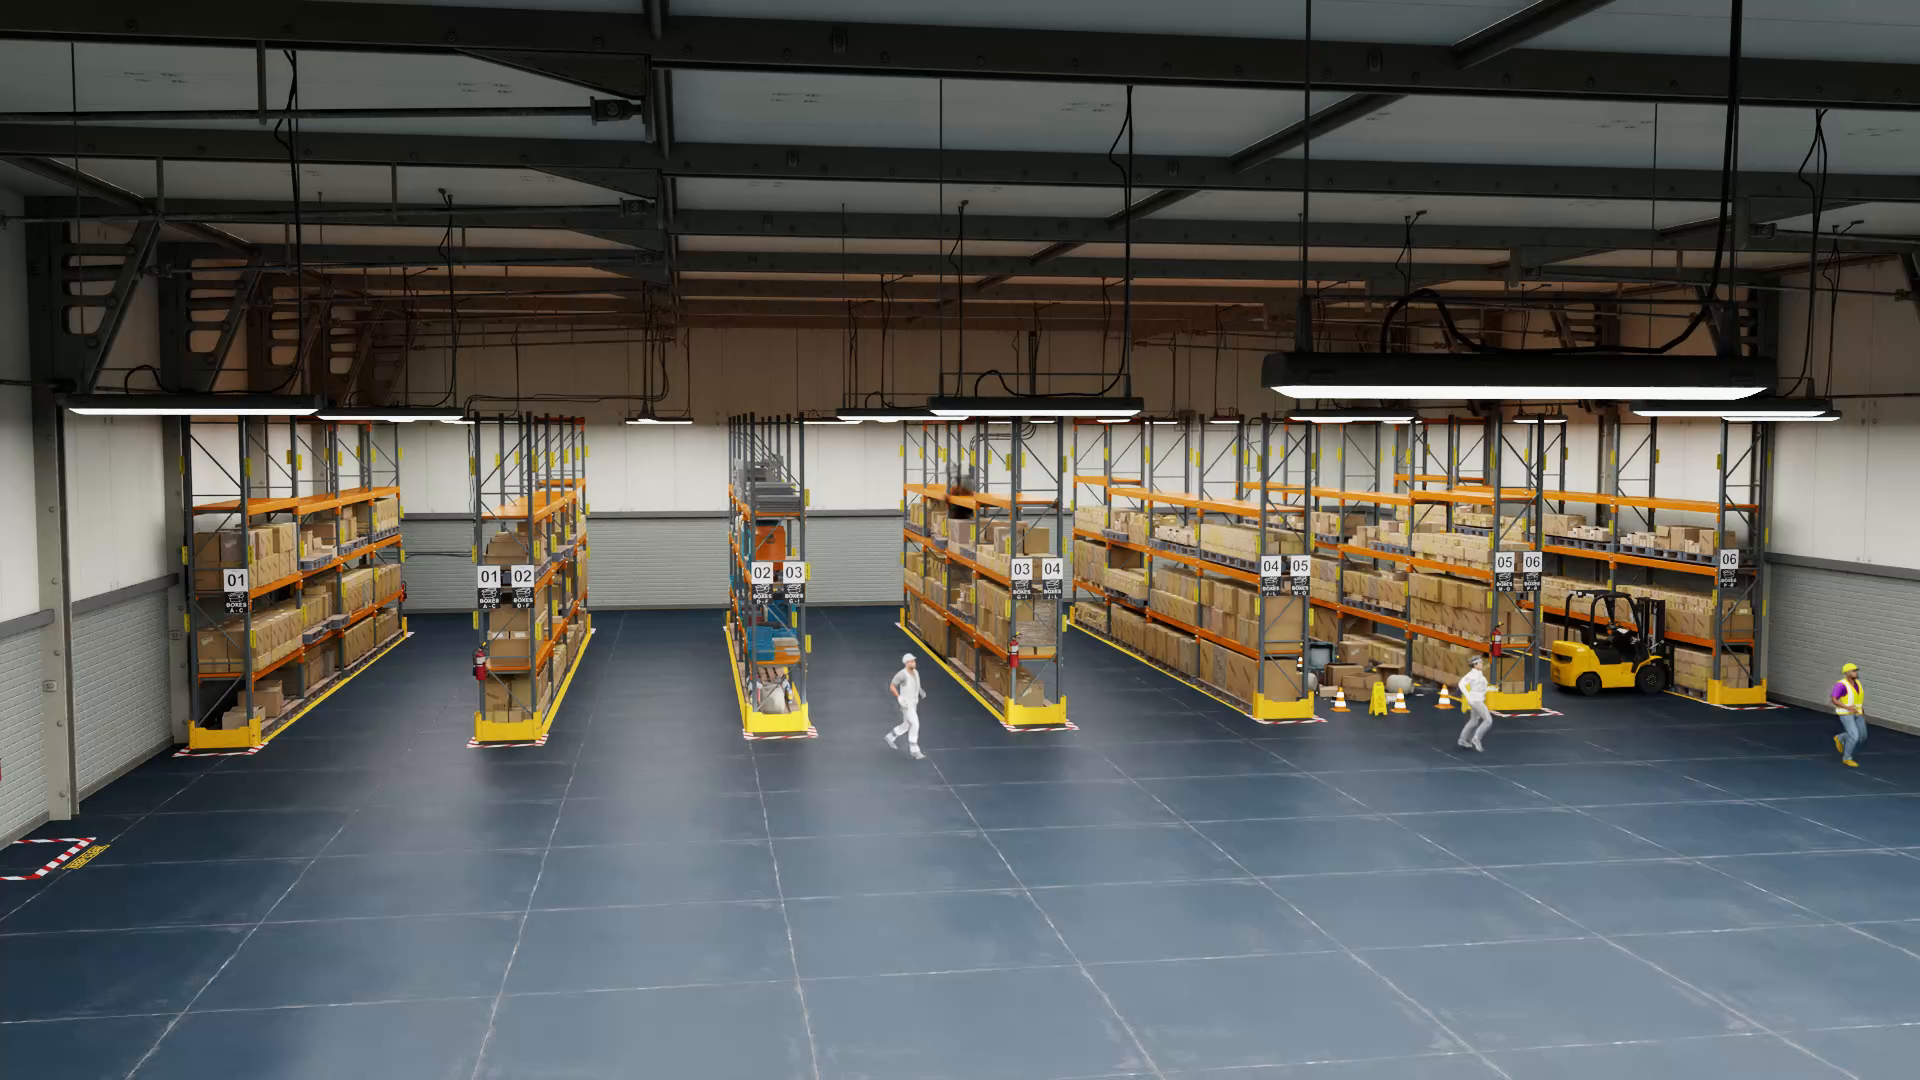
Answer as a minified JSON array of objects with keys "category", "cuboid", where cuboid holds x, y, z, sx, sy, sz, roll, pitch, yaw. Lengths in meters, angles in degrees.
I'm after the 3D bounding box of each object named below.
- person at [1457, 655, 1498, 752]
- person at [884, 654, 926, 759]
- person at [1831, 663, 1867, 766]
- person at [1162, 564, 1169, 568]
[{"category":"person","cuboid":[9.144,2.880,29.380,0.690,1.712,0.578,2,4,28]},{"category":"person","cuboid":[-0.945,2.862,28.890,0.863,1.810,0.651,2,4,30]},{"category":"person","cuboid":[15.081,2.950,28.227,0.736,1.726,0.612,-2,4,-26]},{"category":"person","cuboid":[6.184,1.524,49.941,0.877,1.605,0.538,-1,4,-15]}]
